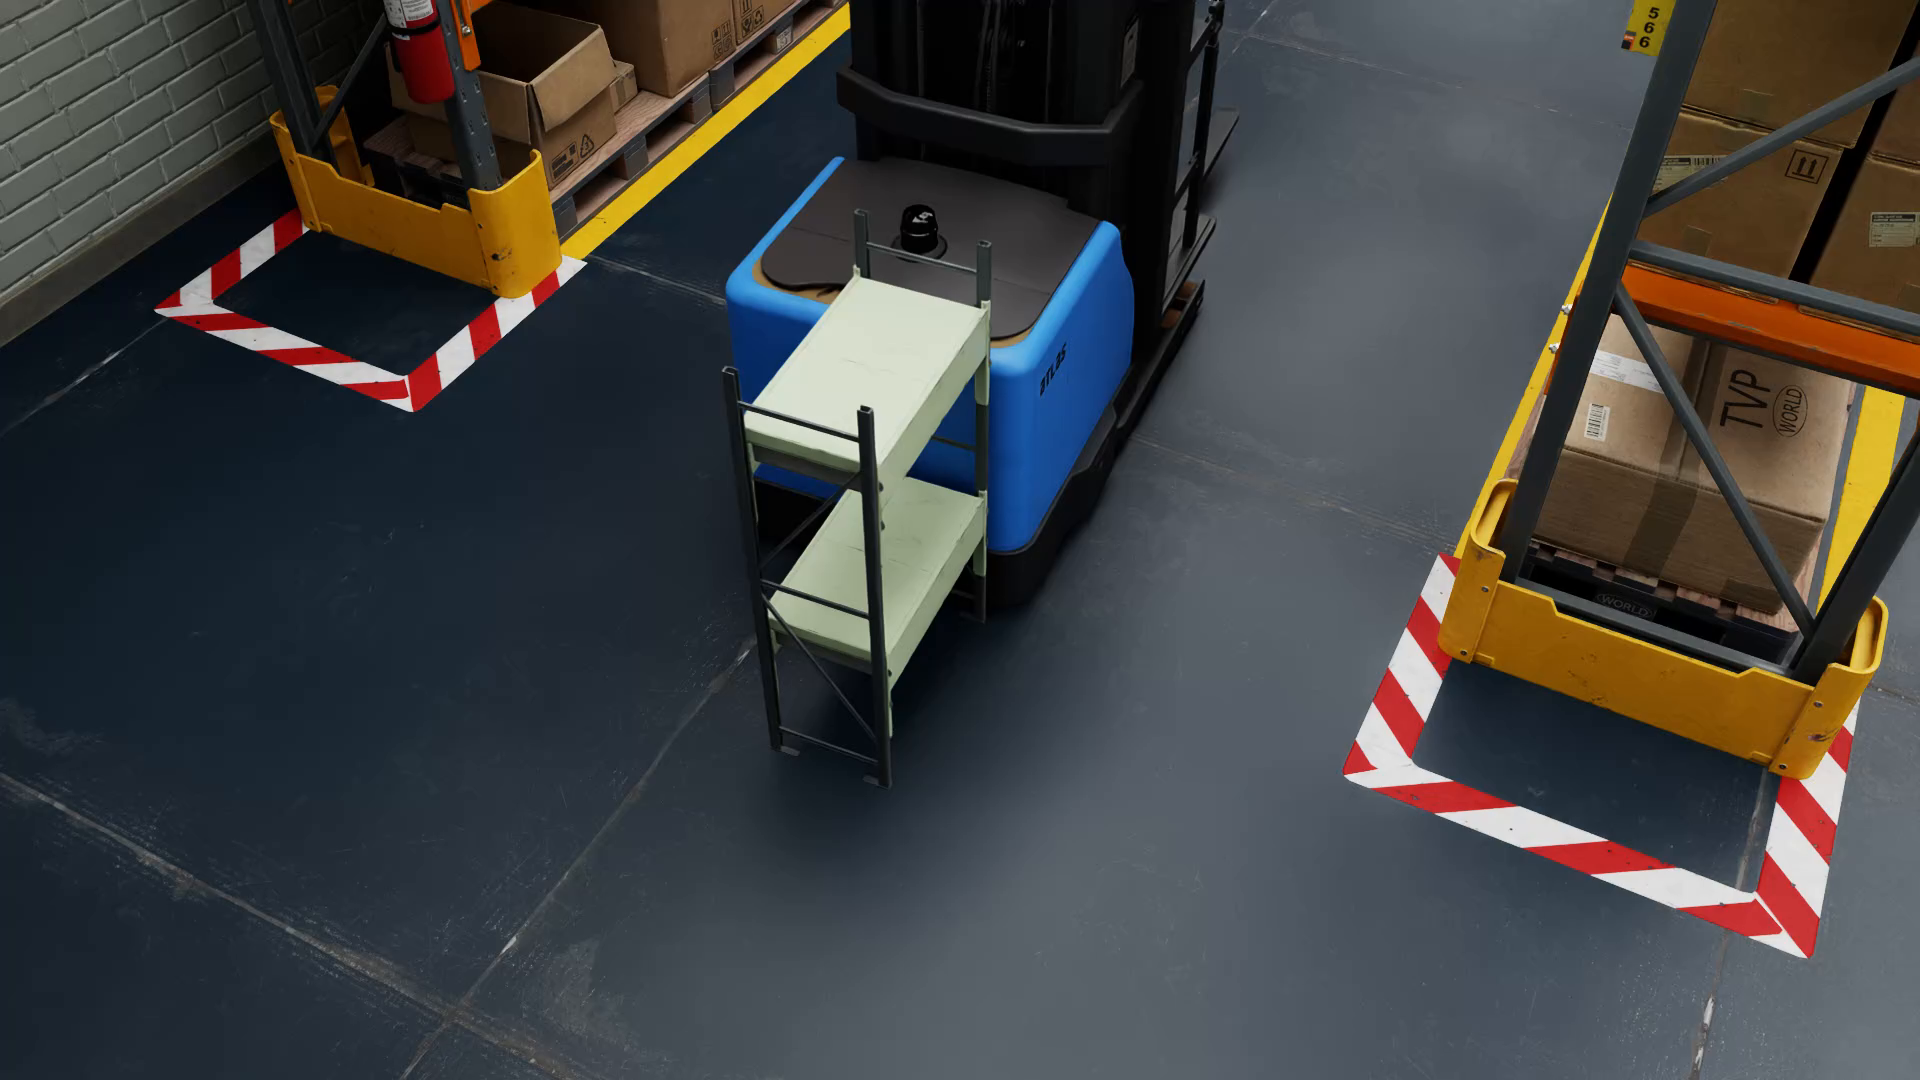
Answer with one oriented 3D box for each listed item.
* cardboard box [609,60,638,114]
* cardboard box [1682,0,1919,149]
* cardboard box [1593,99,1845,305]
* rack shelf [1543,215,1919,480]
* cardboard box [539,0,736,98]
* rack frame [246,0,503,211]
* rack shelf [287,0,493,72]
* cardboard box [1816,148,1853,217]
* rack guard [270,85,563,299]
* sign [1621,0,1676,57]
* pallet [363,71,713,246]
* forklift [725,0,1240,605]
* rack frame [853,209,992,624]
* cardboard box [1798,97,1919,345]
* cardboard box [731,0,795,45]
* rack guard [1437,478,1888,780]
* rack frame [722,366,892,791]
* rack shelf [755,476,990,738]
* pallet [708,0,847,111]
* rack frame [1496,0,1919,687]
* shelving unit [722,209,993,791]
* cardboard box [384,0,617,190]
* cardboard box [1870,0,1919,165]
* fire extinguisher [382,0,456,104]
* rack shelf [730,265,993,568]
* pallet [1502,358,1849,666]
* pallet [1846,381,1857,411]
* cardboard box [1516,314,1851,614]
[{"bbox_3d":[-1.658,-2.019,7.345,0.380,0.149,0.250,19,48,18],"label":"cardboard box"},{"bbox_3d":[2.154,-1.397,4.248,0.500,0.500,0.500,22,49,20],"label":"cardboard box"},{"bbox_3d":[2.130,-1.054,4.613,0.500,0.500,0.500,21,49,19],"label":"cardboard box"},{"bbox_3d":[3.069,-1.635,5.763,1.077,0.370,4.000,20,49,19],"label":"rack shelf"},{"bbox_3d":[-1.458,-2.413,7.488,0.700,0.500,0.500,22,49,21],"label":"cardboard box"},{"bbox_3d":[-2.257,-2.264,5.879,1.000,3.000,0.127,20,49,19],"label":"rack frame"},{"bbox_3d":[-1.329,-3.271,7.380,1.077,0.370,4.000,20,49,19],"label":"rack shelf"},{"bbox_3d":[2.828,-1.198,4.755,0.500,0.500,0.500,20,49,19],"label":"cardboard box"},{"bbox_3d":[-2.222,-1.433,6.815,1.175,0.500,0.348,20,49,19],"label":"rack guard"},{"bbox_3d":[1.667,-1.306,3.951,0.100,0.325,0.005,20,49,19],"label":"sign"},{"bbox_3d":[-1.853,-1.834,7.415,1.003,0.211,1.213,20,49,19],"label":"pallet"},{"bbox_3d":[0.318,-1.877,5.545,1.130,2.935,3.031,17,48,16],"label":"forklift"},{"bbox_3d":[-0.103,-0.313,5.005,0.400,1.500,0.023,17,48,16],"label":"rack frame"},{"bbox_3d":[2.618,-0.871,4.431,0.500,0.500,0.500,20,49,19],"label":"cardboard box"},{"bbox_3d":[-1.124,-2.713,7.784,0.500,0.500,0.500,21,49,20],"label":"cardboard box"},{"bbox_3d":[2.130,0.266,5.136,1.175,0.500,0.348,20,49,19],"label":"rack guard"},{"bbox_3d":[-0.393,0.165,4.533,0.400,1.500,0.023,17,48,16],"label":"rack frame"},{"bbox_3d":[-0.248,0.155,5.001,0.431,0.370,0.720,17,48,16],"label":"rack shelf"},{"bbox_3d":[-1.285,-2.600,8.171,1.003,0.211,1.213,20,49,19],"label":"pallet"},{"bbox_3d":[2.141,-0.628,4.261,1.000,3.000,0.127,20,49,19],"label":"rack frame"},{"bbox_3d":[-0.248,-0.074,4.769,0.431,1.500,0.755,17,48,16],"label":"shelving unit"},{"bbox_3d":[-1.889,-1.888,6.967,0.797,0.503,0.637,19,48,18],"label":"cardboard box"},{"bbox_3d":[2.616,-1.223,4.076,0.500,0.500,0.500,19,48,18],"label":"cardboard box"},{"bbox_3d":[-1.916,-1.861,5.797,0.296,0.674,0.183,20,49,19],"label":"fire extinguisher"},{"bbox_3d":[-0.248,-0.348,4.491,0.431,0.370,0.720,17,48,16],"label":"rack shelf"},{"bbox_3d":[2.443,-0.177,5.777,1.003,0.211,1.213,20,49,19],"label":"pallet"},{"bbox_3d":[3.010,-0.943,6.533,1.003,0.211,1.213,20,49,19],"label":"pallet"},{"bbox_3d":[2.359,-0.324,5.467,0.875,0.438,0.875,19,48,18],"label":"cardboard box"}]
